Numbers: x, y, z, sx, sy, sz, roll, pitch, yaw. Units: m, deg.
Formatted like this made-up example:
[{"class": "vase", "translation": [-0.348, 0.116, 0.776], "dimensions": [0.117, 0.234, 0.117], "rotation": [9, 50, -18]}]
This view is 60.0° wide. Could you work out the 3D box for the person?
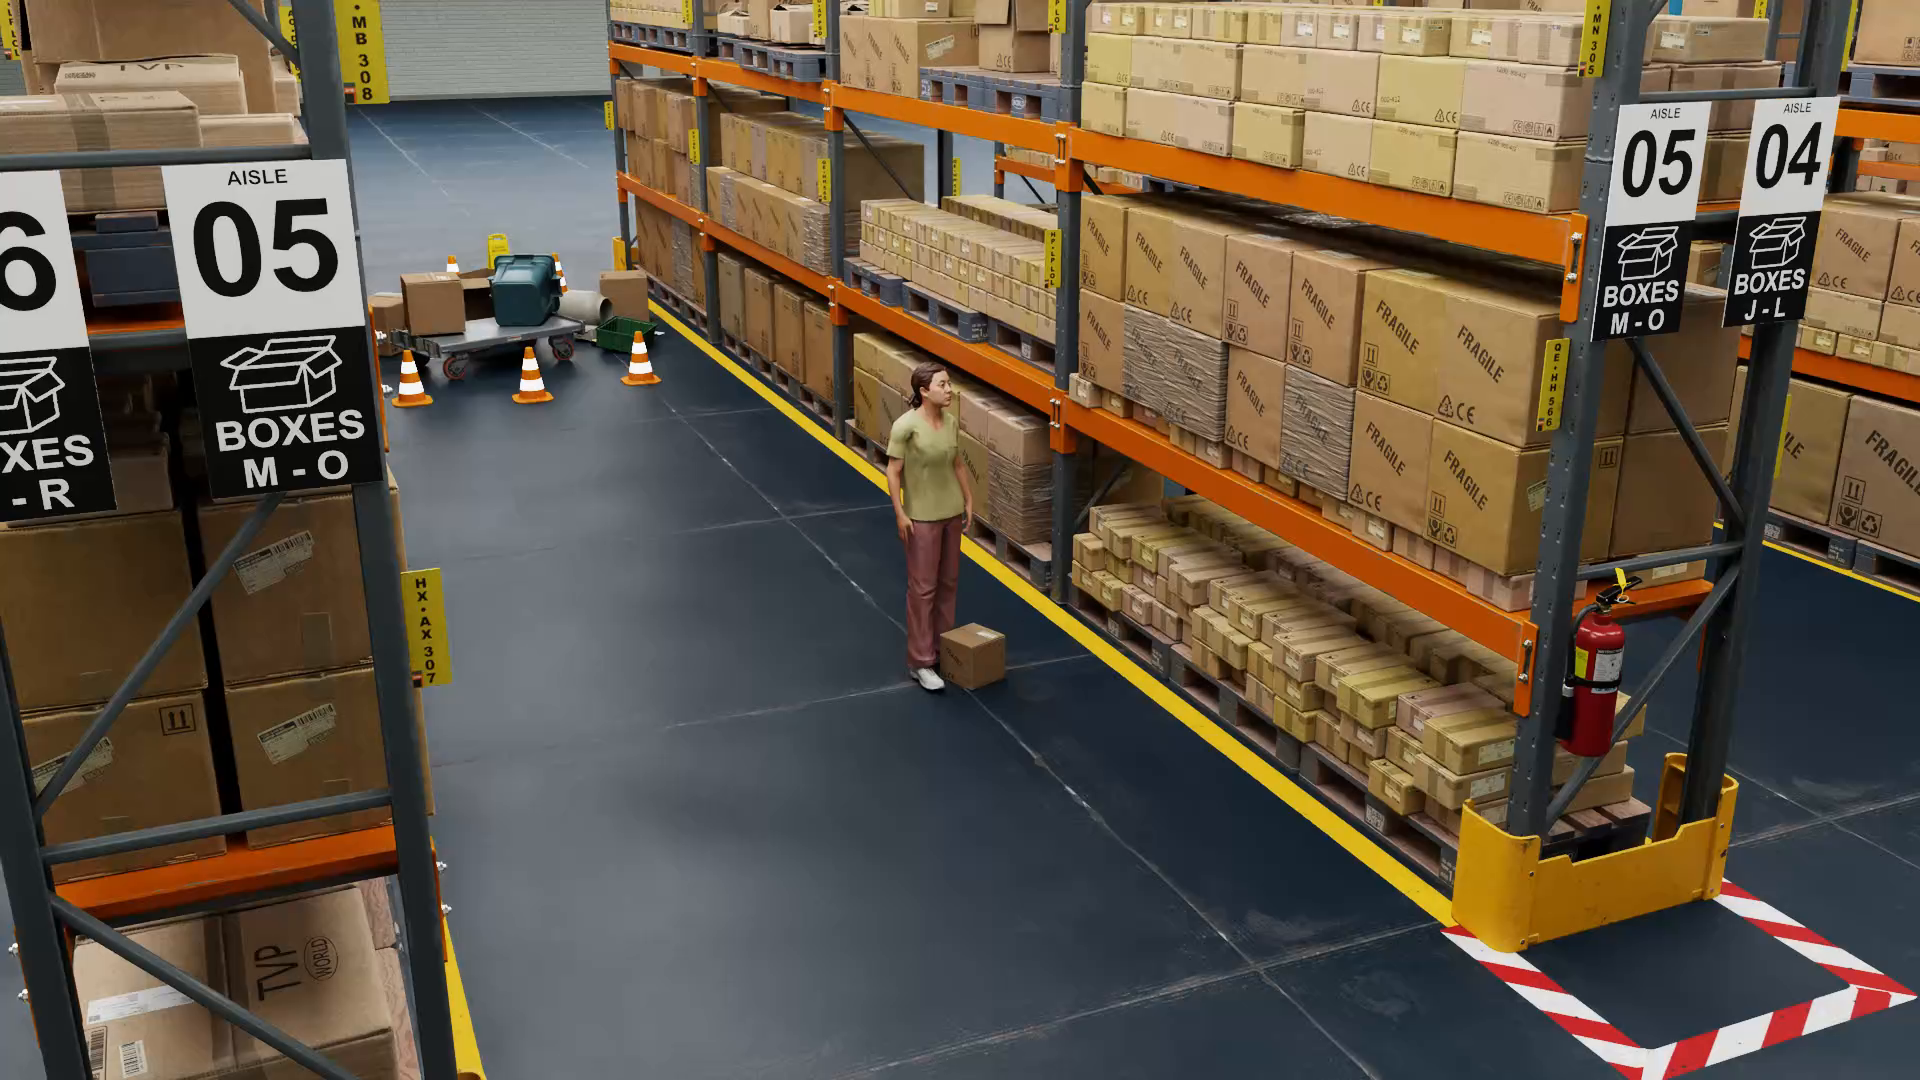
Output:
[{"class": "person", "translation": [-0.100, -0.094, 8.839], "dimensions": [0.555, 1.655, 0.548], "rotation": [-16, 25, -39]}]
